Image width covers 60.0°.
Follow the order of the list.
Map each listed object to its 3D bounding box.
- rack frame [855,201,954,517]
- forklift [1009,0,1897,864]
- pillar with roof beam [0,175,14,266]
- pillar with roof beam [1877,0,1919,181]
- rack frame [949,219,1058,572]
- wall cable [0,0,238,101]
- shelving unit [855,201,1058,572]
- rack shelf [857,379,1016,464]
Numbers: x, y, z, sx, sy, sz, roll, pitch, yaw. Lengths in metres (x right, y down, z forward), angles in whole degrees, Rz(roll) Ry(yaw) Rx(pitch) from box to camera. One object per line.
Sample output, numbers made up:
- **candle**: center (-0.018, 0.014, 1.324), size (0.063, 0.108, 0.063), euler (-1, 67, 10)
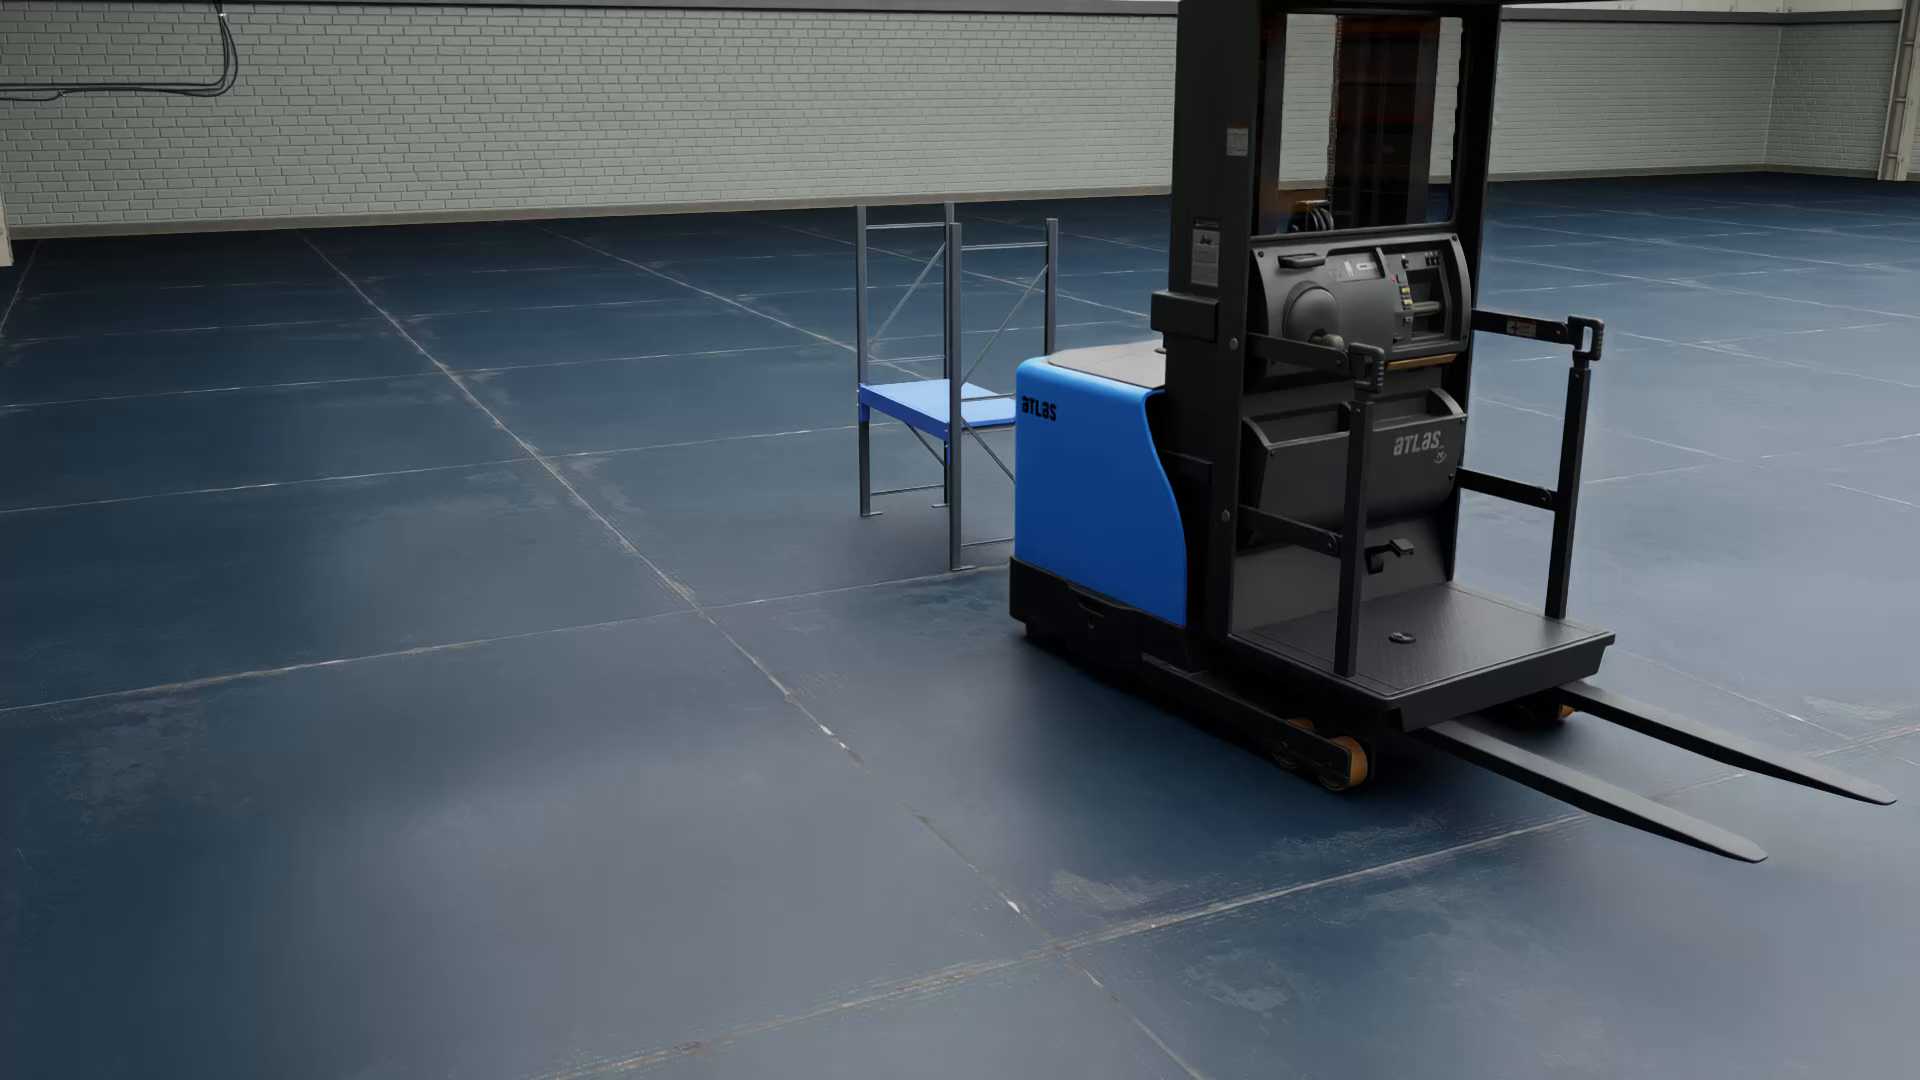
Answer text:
- **rack frame**: center (-0.260, -0.868, 8.057), size (0.500, 1.500, 0.032), euler (-8, 18, -25)
- **forklift**: center (1.426, -0.791, 5.193), size (1.130, 2.935, 3.031), euler (-10, 19, -32)
- **pillar with roof beam**: center (-6.743, -7.880, 18.897), size (9.100, 9.000, 0.400), euler (-8, 18, -25)
- **pillar with roof beam**: center (13.834, -10.646, 28.536), size (9.100, 9.000, 0.400), euler (-8, 18, -25)
- **rack frame**: center (0.185, -0.616, 7.178), size (0.500, 1.500, 0.032), euler (-8, 18, -25)
- **wall cable**: center (-10.715, -6.758, 20.615), size (3.097, 2.526, 0.112), euler (-8, 18, -25)
- **shelving unit**: center (-0.037, -0.742, 7.618), size (0.538, 1.500, 1.048), euler (-8, 18, -25)
- **rack shelf**: center (-0.037, -0.569, 7.667), size (0.538, 0.185, 1.000), euler (-8, 18, -25)
